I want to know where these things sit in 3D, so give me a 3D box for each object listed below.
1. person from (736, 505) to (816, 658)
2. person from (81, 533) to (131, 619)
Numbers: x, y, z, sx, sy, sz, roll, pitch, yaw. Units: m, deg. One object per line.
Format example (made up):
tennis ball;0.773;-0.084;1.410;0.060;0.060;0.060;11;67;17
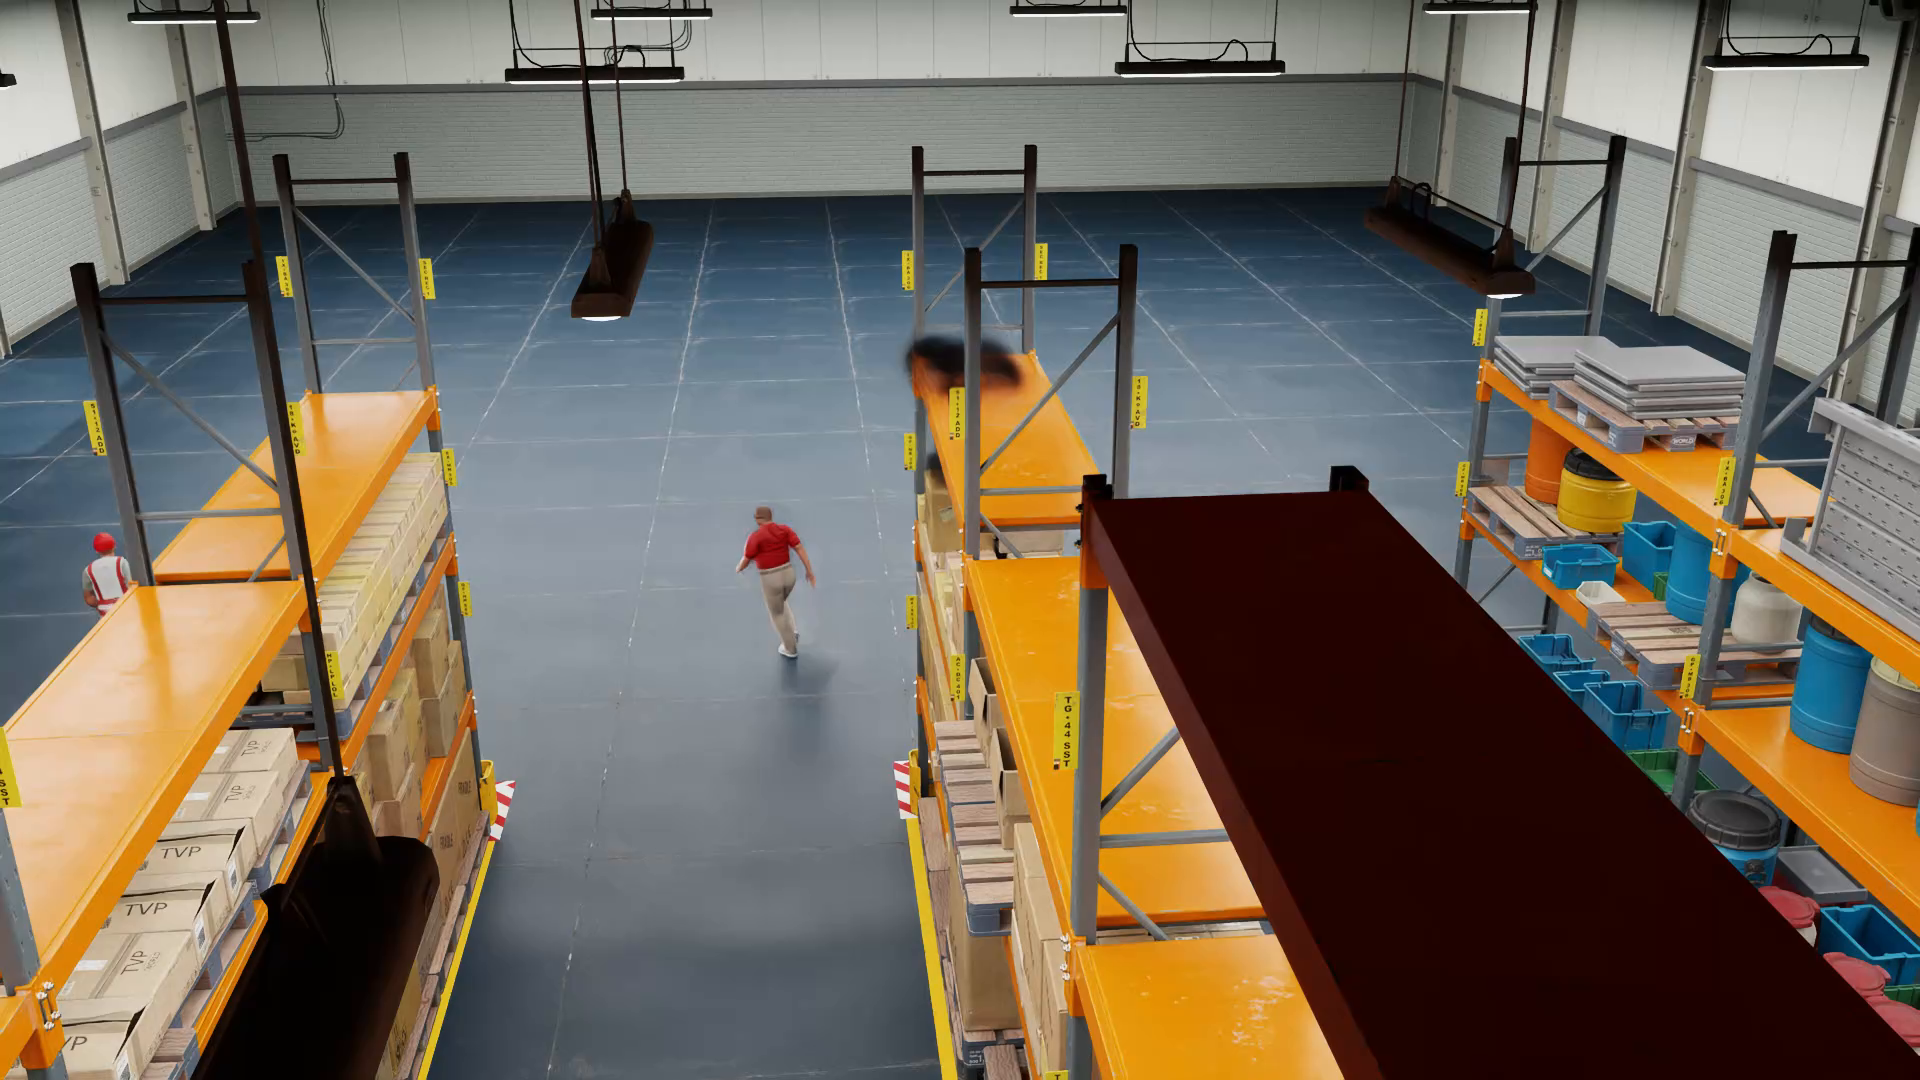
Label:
person;-2.072;0.424;18.288;0.653;1.691;0.809;-17;27;-37
person;-8.752;0.776;17.310;0.610;1.723;0.753;-8;23;-20
